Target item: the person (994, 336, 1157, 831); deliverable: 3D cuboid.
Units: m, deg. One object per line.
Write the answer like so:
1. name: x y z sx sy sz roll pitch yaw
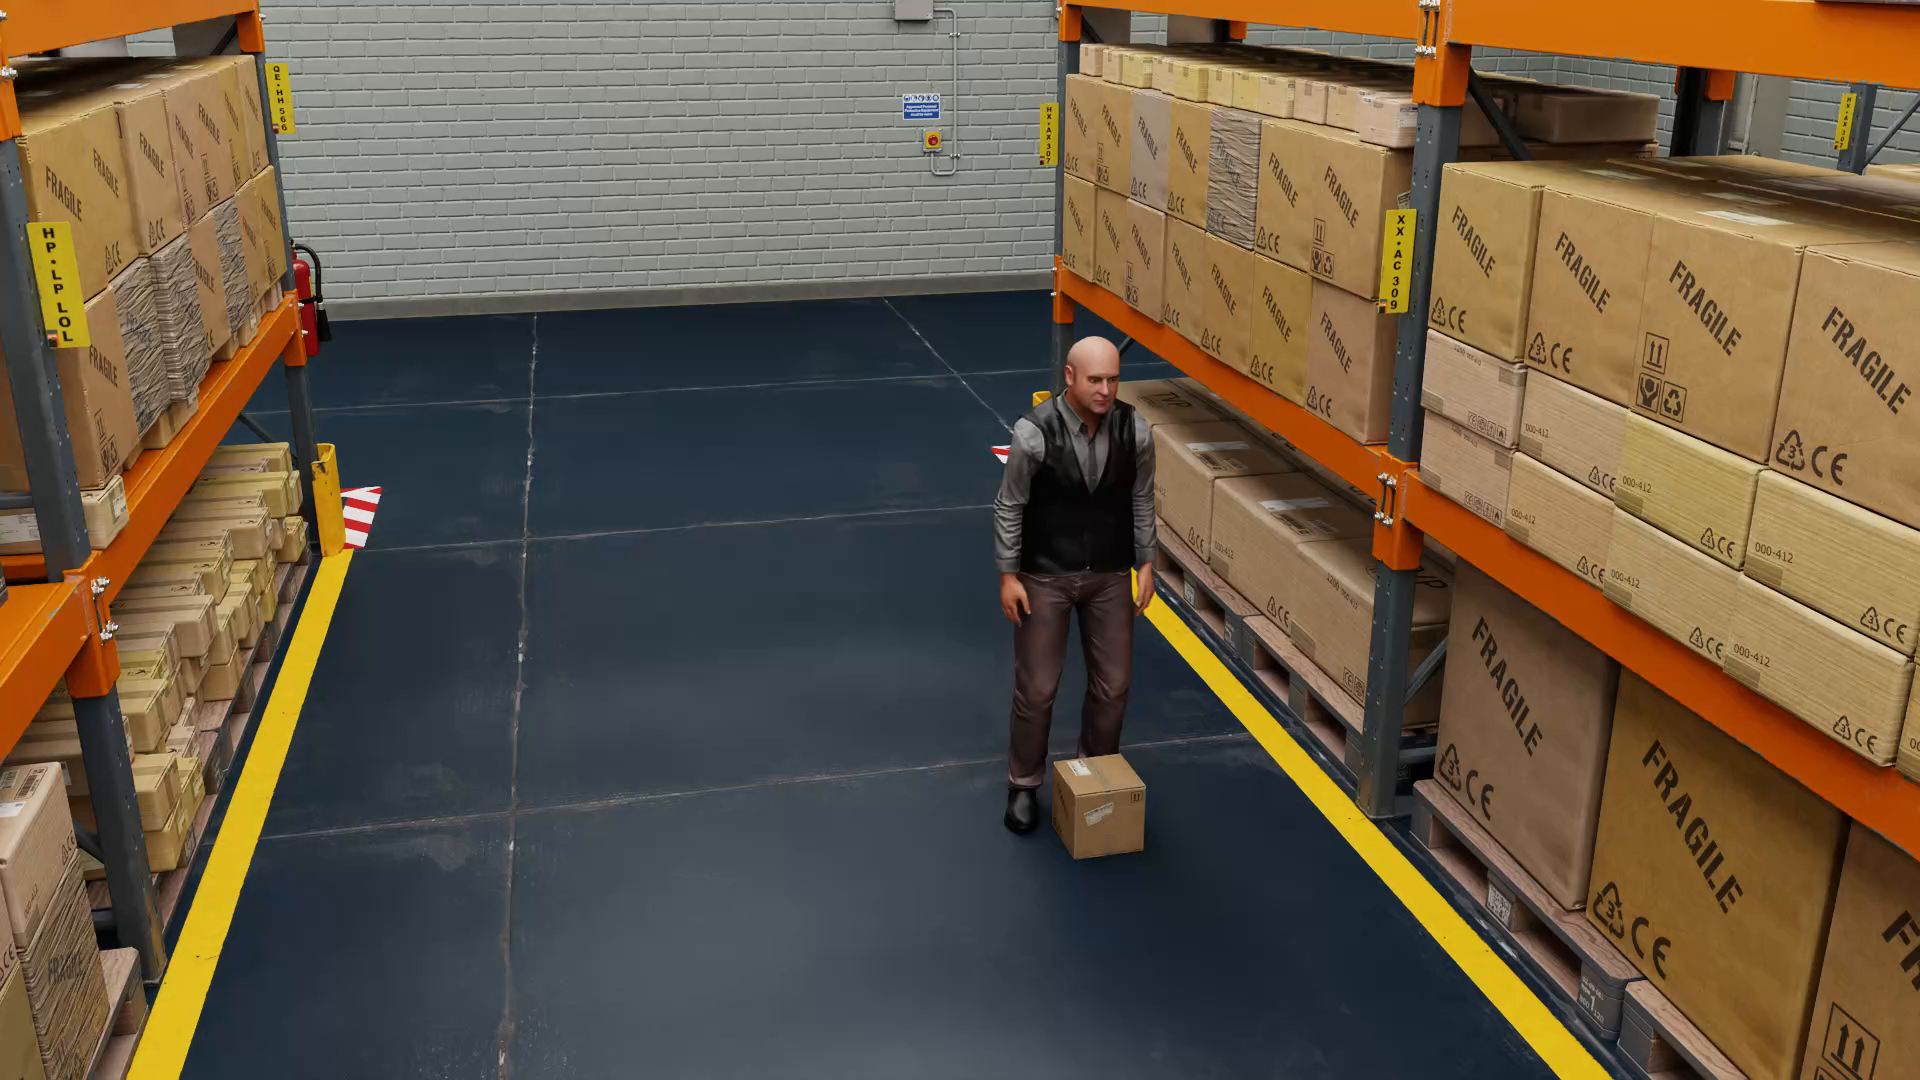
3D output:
1. person: 0.400 0.136 5.723 0.582 1.720 0.403 -5 20 -15
